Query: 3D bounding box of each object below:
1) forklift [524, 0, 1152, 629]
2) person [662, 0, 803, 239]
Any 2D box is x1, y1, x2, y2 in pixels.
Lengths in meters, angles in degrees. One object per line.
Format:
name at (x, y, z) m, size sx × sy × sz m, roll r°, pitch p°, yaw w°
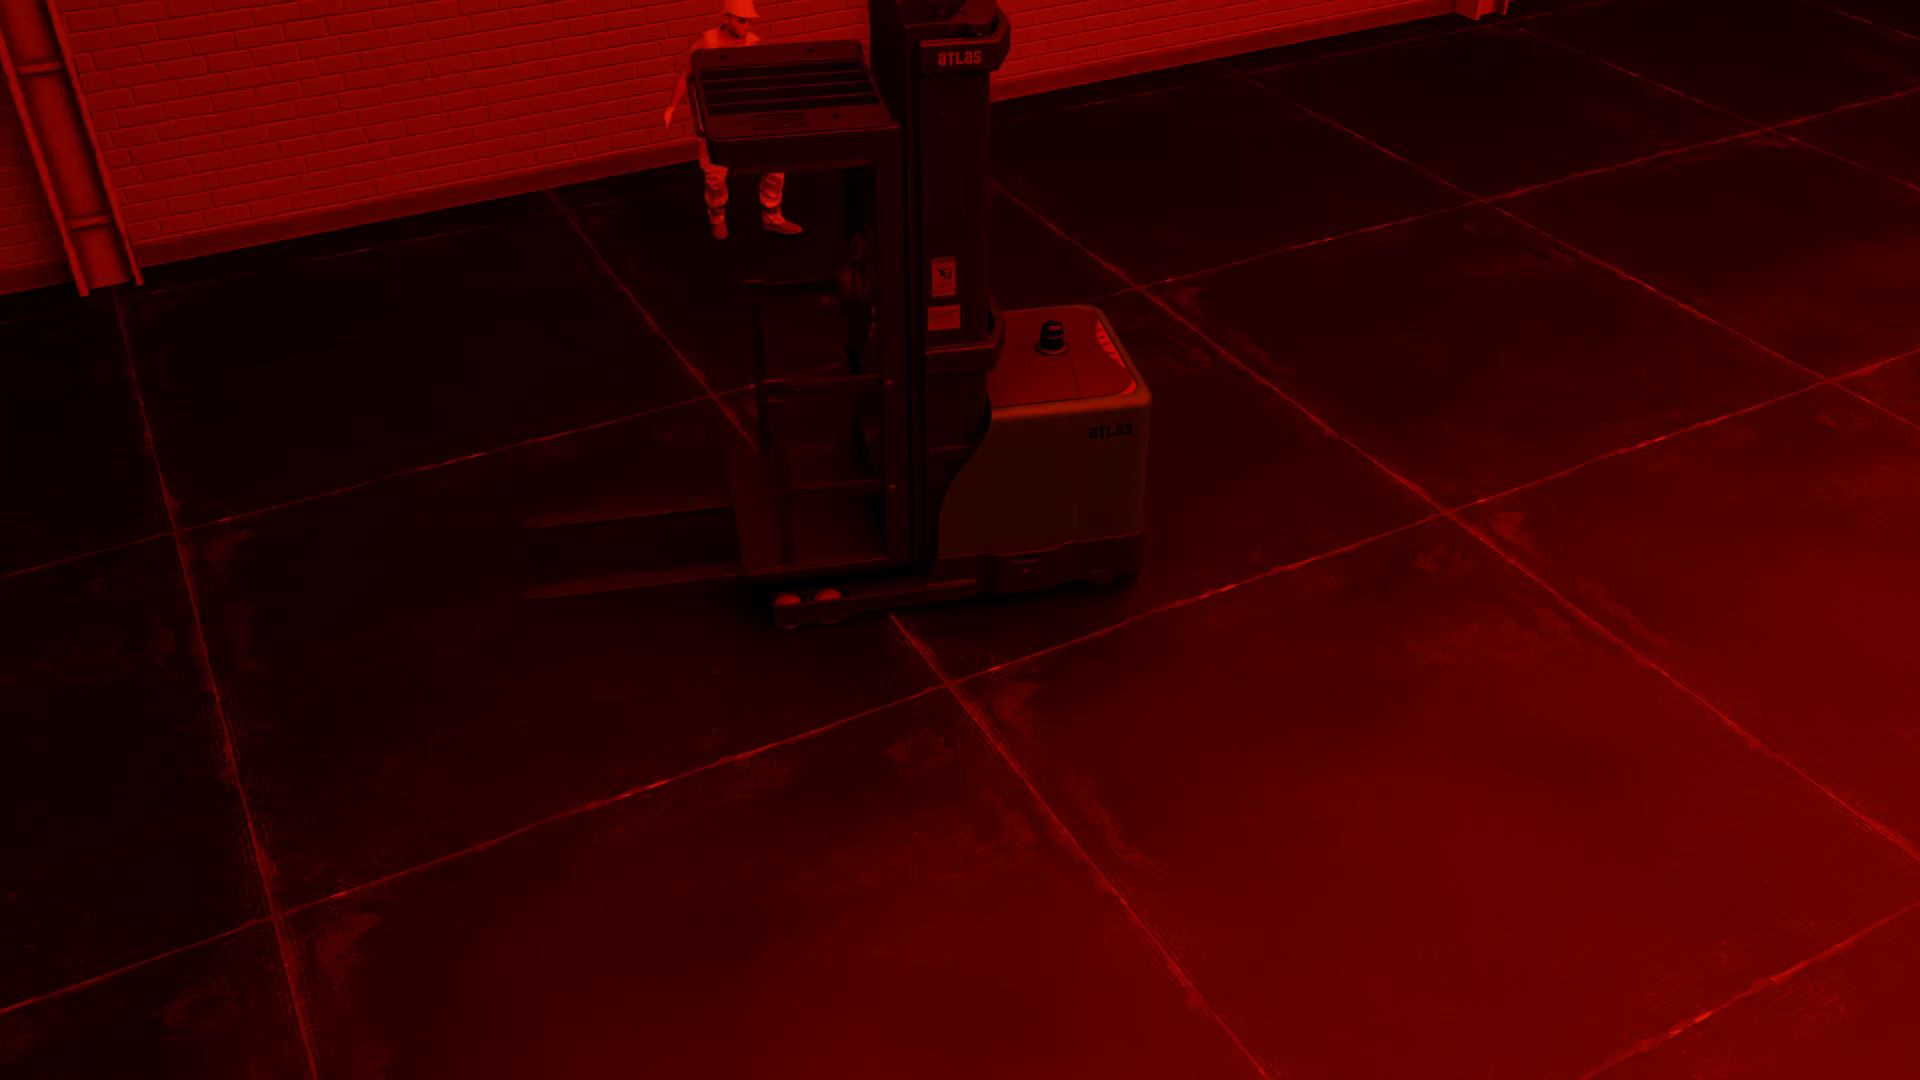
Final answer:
forklift at (-0.652, -1.100, 7.680) m, size 3.031 × 2.935 × 1.130 m, roll -7°, pitch 36°, yaw -9°
person at (-1.558, -2.833, 11.218) m, size 0.890 × 1.756 × 0.484 m, roll -6°, pitch 36°, yaw -9°
